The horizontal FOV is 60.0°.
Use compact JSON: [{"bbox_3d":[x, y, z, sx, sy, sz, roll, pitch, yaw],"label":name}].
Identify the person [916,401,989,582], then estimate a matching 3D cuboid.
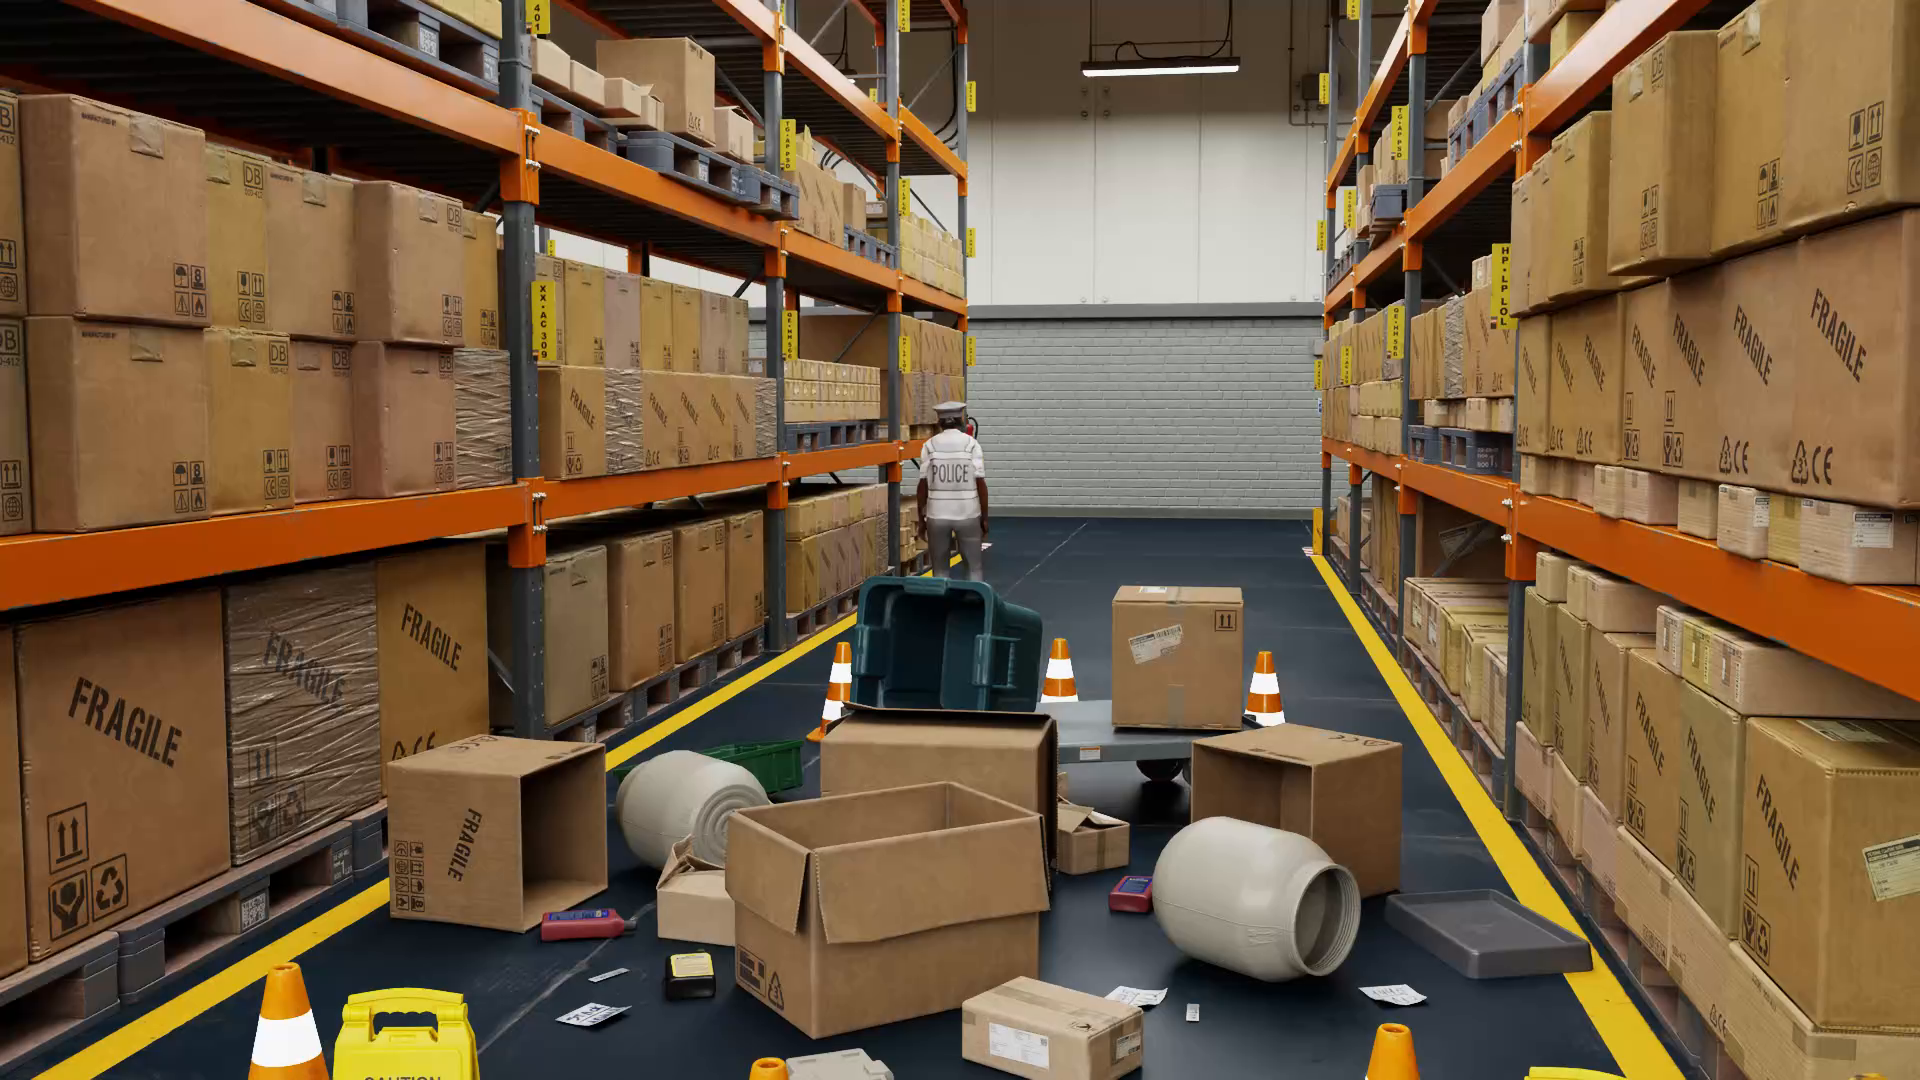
[{"bbox_3d":[-0.035,-0.131,11.538,0.526,1.658,0.427,0,5,5],"label":"person"}]
